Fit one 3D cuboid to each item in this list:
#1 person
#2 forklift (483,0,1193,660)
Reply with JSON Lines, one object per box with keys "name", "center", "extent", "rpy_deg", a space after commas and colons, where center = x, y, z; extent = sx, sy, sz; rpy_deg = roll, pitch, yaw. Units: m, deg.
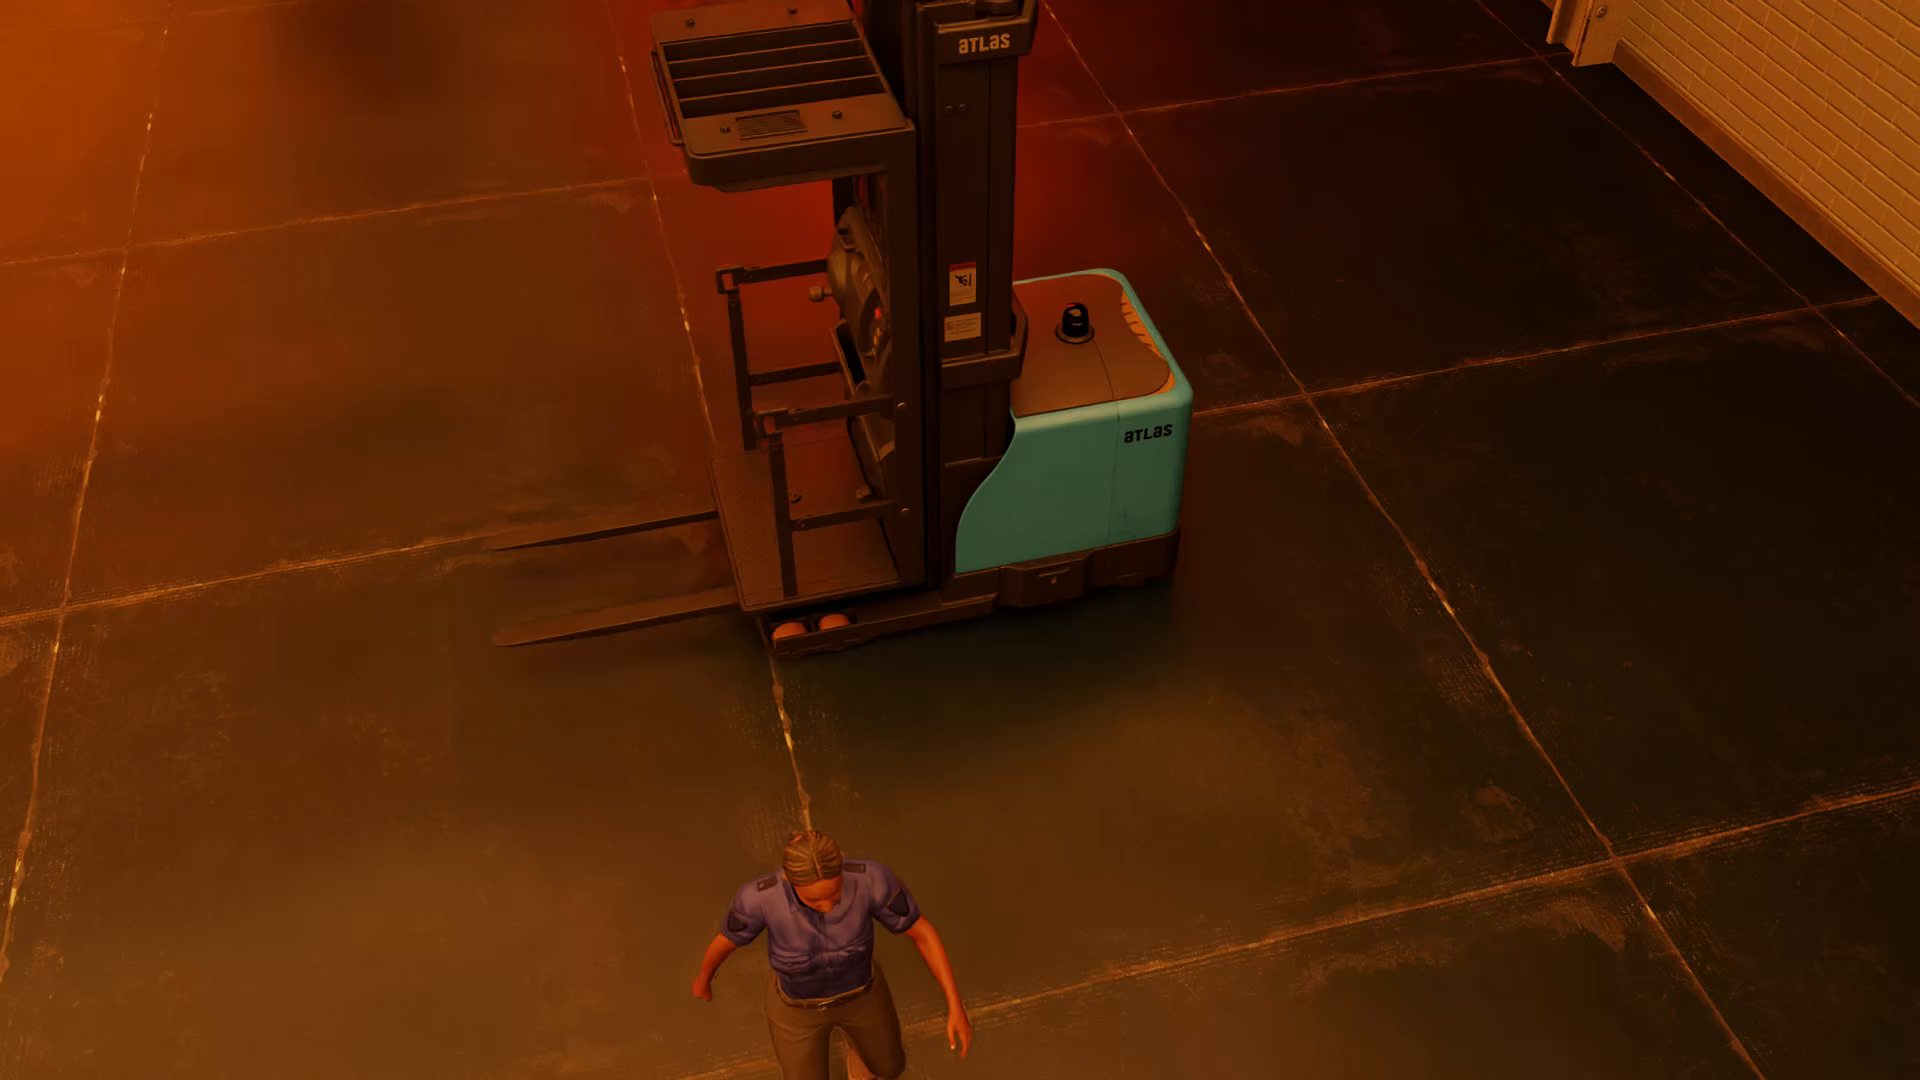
{"name": "person", "center": [-0.415, 1.406, 5.107], "extent": [0.779, 1.641, 0.663], "rpy_deg": [-11, 44, -11]}
{"name": "forklift", "center": [-0.589, -0.951, 6.651], "extent": [3.031, 2.935, 1.130], "rpy_deg": [-10, 44, -11]}
